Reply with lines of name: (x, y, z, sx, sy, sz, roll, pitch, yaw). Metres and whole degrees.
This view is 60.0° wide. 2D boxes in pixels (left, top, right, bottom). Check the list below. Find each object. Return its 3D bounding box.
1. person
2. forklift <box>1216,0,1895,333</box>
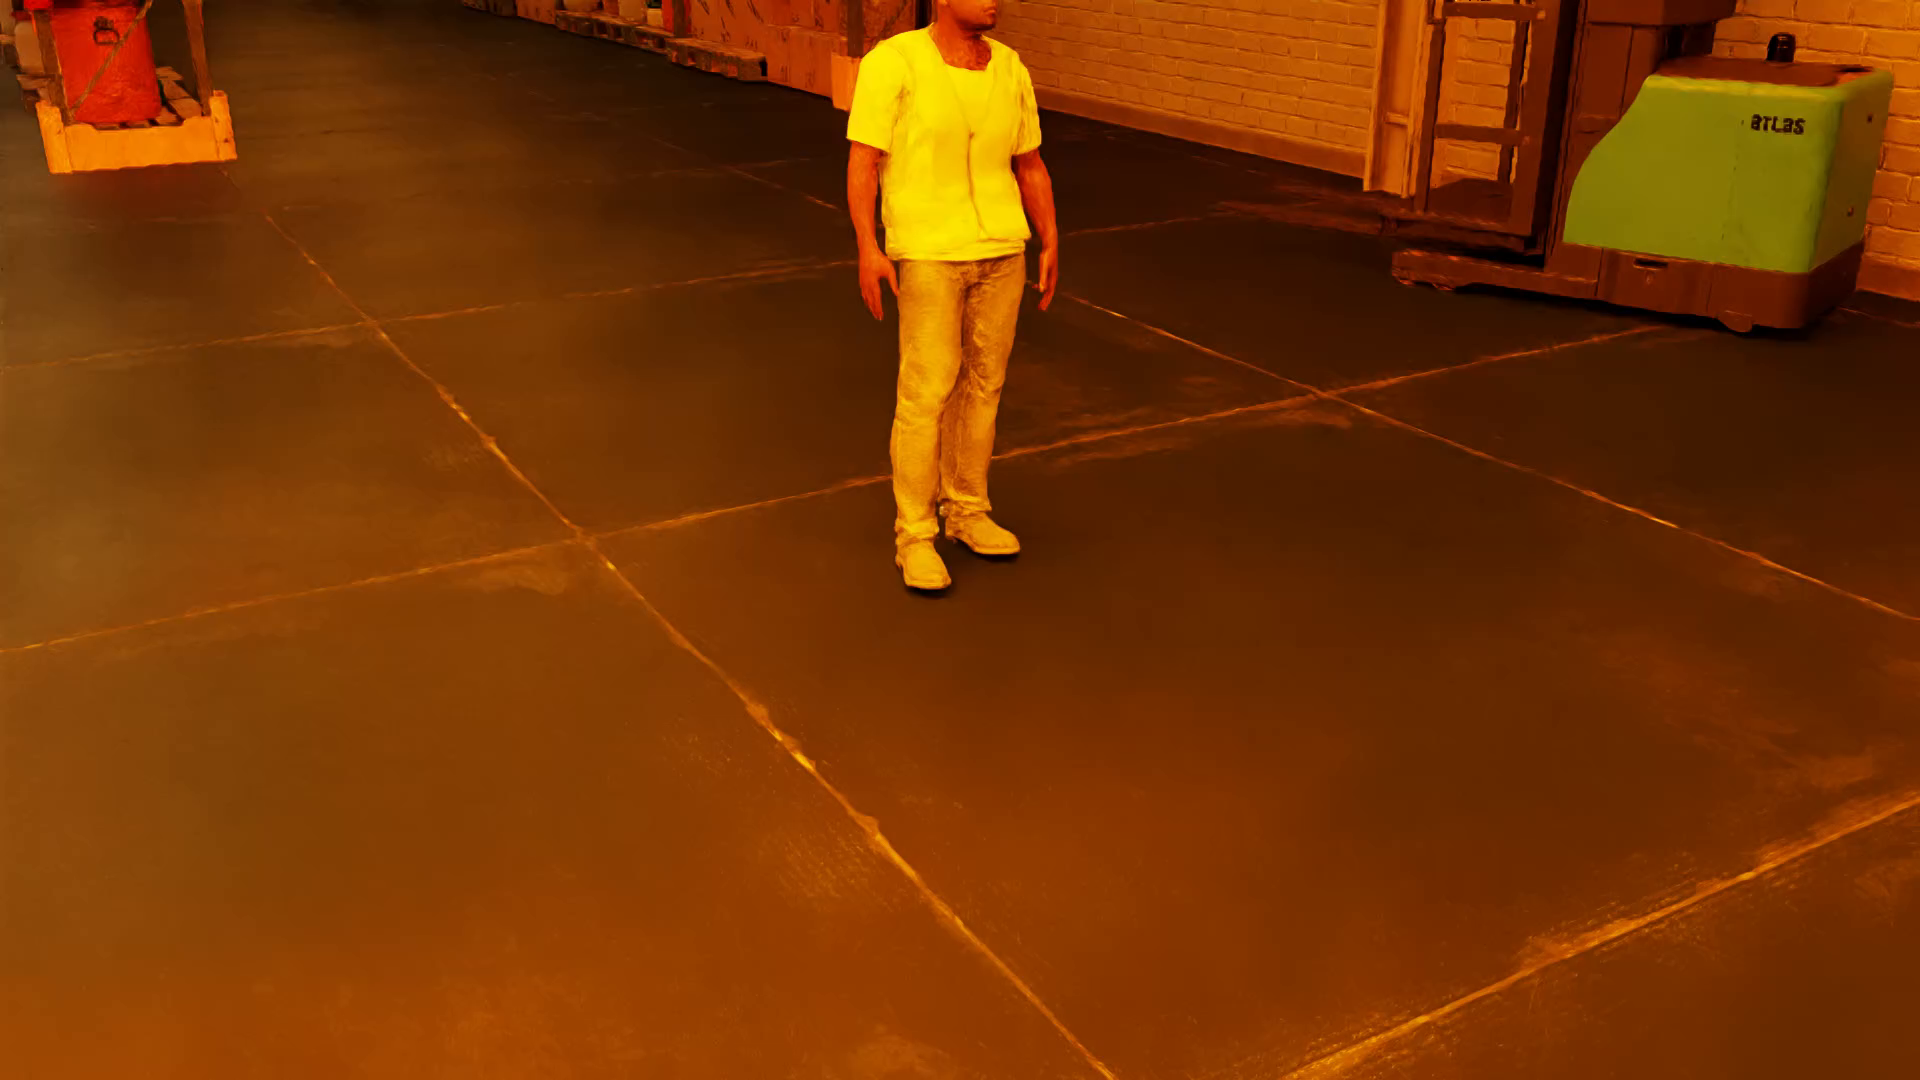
person: (0.030, -0.800, 4.738, 0.665, 1.766, 0.576, -12, 25, -28)
forklift: (2.759, -2.705, 7.866, 3.031, 2.935, 1.130, 18, 28, 36)
